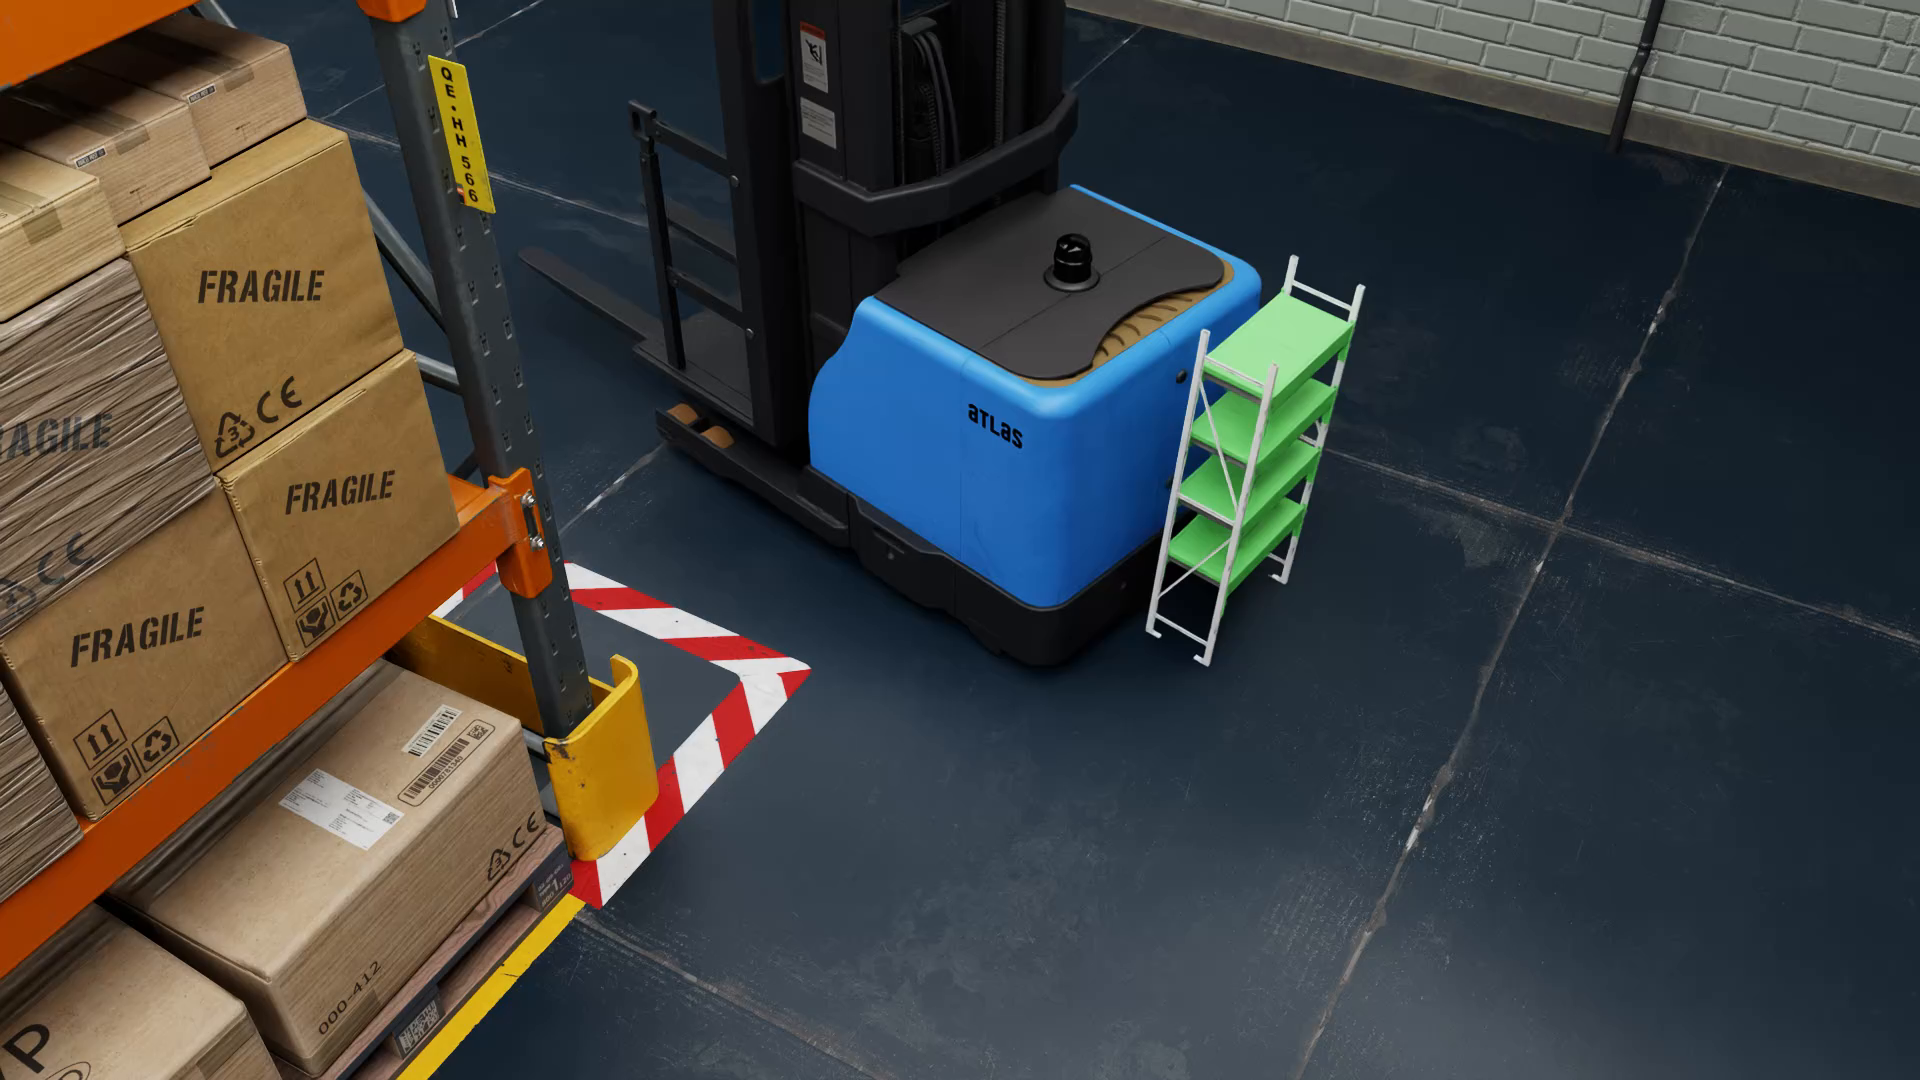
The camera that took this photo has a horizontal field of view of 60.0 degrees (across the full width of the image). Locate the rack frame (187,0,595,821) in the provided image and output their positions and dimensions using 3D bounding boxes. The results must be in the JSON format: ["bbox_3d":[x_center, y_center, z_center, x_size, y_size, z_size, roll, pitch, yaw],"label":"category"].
[{"bbox_3d":[-1.467,-0.476,4.021,1.000,3.000,0.127,21,45,22],"label":"rack frame"}]

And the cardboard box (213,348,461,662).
[{"bbox_3d":[-1.479,-0.150,3.575,0.500,0.500,0.500,21,46,22],"label":"cardboard box"}]

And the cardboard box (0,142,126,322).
[{"bbox_3d":[-1.635,-0.532,2.761,0.380,0.149,0.250,20,45,22],"label":"cardboard box"}]

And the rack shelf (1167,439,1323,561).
[{"bbox_3d":[0.877,-0.169,5.118,0.258,0.148,0.480,30,49,25],"label":"rack shelf"}]

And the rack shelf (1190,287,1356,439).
[{"bbox_3d":[0.902,-0.516,4.787,0.258,0.148,0.480,30,49,25],"label":"rack shelf"}]

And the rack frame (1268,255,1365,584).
[{"bbox_3d":[1.032,-0.342,5.218,0.240,1.200,0.015,30,49,25],"label":"rack frame"}]

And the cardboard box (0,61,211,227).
[{"bbox_3d":[-1.579,-0.708,2.961,0.380,0.149,0.250,22,46,23],"label":"cardboard box"}]

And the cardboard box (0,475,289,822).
[{"bbox_3d":[-1.743,0.132,3.255,0.500,0.500,0.500,20,45,21],"label":"cardboard box"}]

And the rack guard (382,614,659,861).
[{"bbox_3d":[-1.455,0.448,4.863,1.175,0.500,0.348,21,45,22],"label":"rack guard"}]

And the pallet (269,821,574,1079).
[{"bbox_3d":[-1.799,1.054,4.394,1.003,0.211,1.213,21,45,22],"label":"pallet"}]

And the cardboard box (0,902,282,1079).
[{"bbox_3d":[-2.161,1.265,3.665,0.875,0.438,0.875,22,46,23],"label":"cardboard box"}]

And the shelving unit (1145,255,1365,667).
[{"bbox_3d":[0.881,-0.215,5.074,0.258,1.200,0.503,30,49,25],"label":"shelving unit"}]

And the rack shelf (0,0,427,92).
[{"bbox_3d":[-2.468,-0.187,1.968,1.077,0.370,4.000,21,45,22],"label":"rack shelf"}]

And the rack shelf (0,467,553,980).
[{"bbox_3d":[-2.468,0.938,2.959,1.077,0.370,4.000,21,45,22],"label":"rack shelf"}]

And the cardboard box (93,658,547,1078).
[{"bbox_3d":[-1.710,0.739,4.263,0.875,0.438,0.875,19,45,21],"label":"cardboard box"}]

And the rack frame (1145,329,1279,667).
[{"bbox_3d":[0.730,-0.088,4.930,0.240,1.200,0.015,30,49,25],"label":"rack frame"}]

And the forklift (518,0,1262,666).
[{"bbox_3d":[-0.471,-1.566,5.310,3.031,2.935,1.130,32,51,31],"label":"forklift"}]

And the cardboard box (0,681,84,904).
[{"bbox_3d":[-1.992,0.430,2.917,0.500,0.500,0.500,22,46,23],"label":"cardboard box"}]

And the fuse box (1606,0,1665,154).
[{"bbox_3d":[3.080,-2.449,7.236,0.539,1.711,0.414,21,45,22],"label":"fuse box"}]

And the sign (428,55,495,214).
[{"bbox_3d":[-1.004,-0.812,3.347,0.100,0.325,0.005,21,45,22],"label":"sign"}]

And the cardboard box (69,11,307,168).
[{"bbox_3d":[-1.473,-0.861,3.135,0.380,0.149,0.250,22,46,23],"label":"cardboard box"}]

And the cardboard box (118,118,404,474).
[{"bbox_3d":[-1.502,-0.534,3.255,0.500,0.500,0.500,22,46,23],"label":"cardboard box"}]

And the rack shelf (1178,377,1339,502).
[{"bbox_3d":[0.890,-0.342,4.953,0.258,0.148,0.480,30,49,25],"label":"rack shelf"}]

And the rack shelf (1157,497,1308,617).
[{"bbox_3d":[0.865,0.004,5.284,0.258,0.148,0.480,30,49,25],"label":"rack shelf"}]

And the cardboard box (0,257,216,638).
[{"bbox_3d":[-1.738,-0.226,2.904,0.500,0.500,0.500,21,46,22],"label":"cardboard box"}]

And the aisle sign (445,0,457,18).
[{"bbox_3d":[-1.162,-1.390,3.092,0.394,0.787,0.004,21,45,22],"label":"aisle sign"}]
